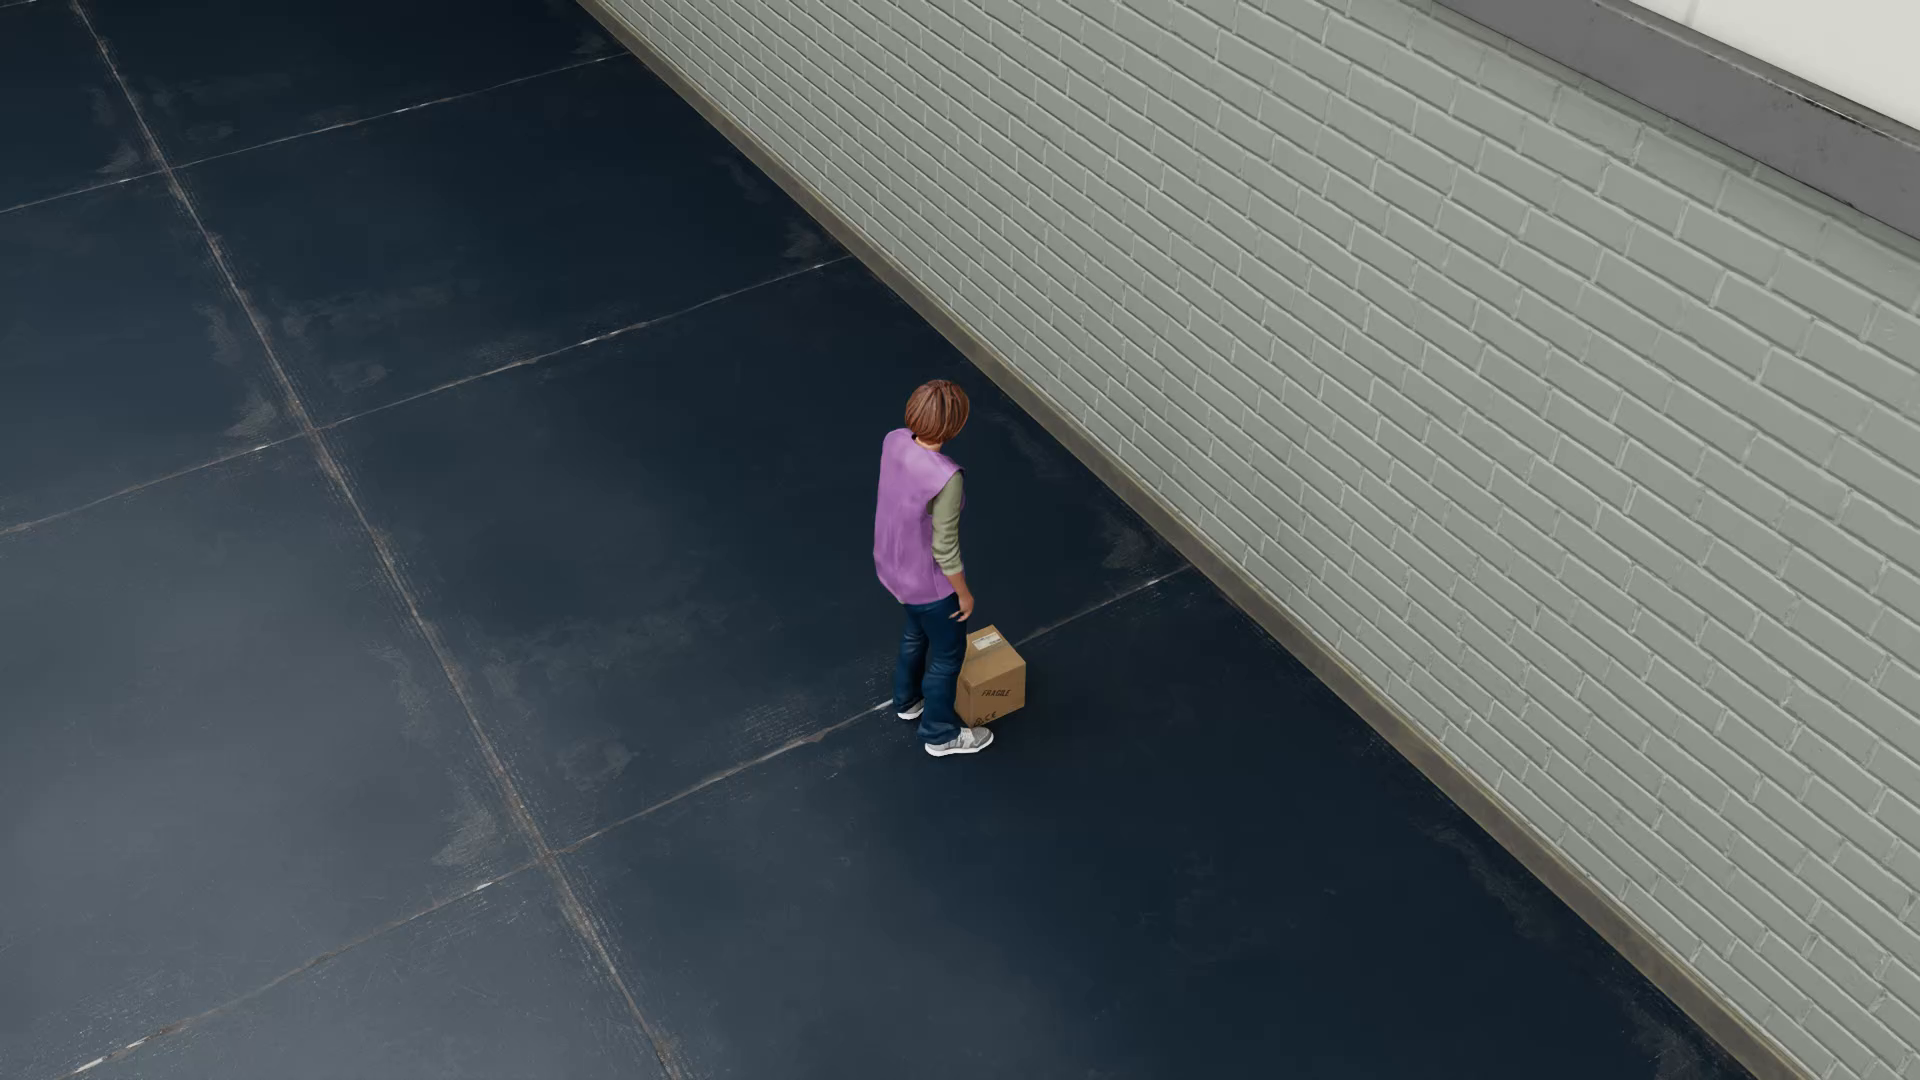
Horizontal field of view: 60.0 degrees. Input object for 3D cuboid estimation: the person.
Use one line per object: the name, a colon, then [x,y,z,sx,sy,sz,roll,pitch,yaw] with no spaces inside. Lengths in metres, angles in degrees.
person: [-0.117,0.117,6.035,0.347,1.592,0.484,-23,46,-24]
